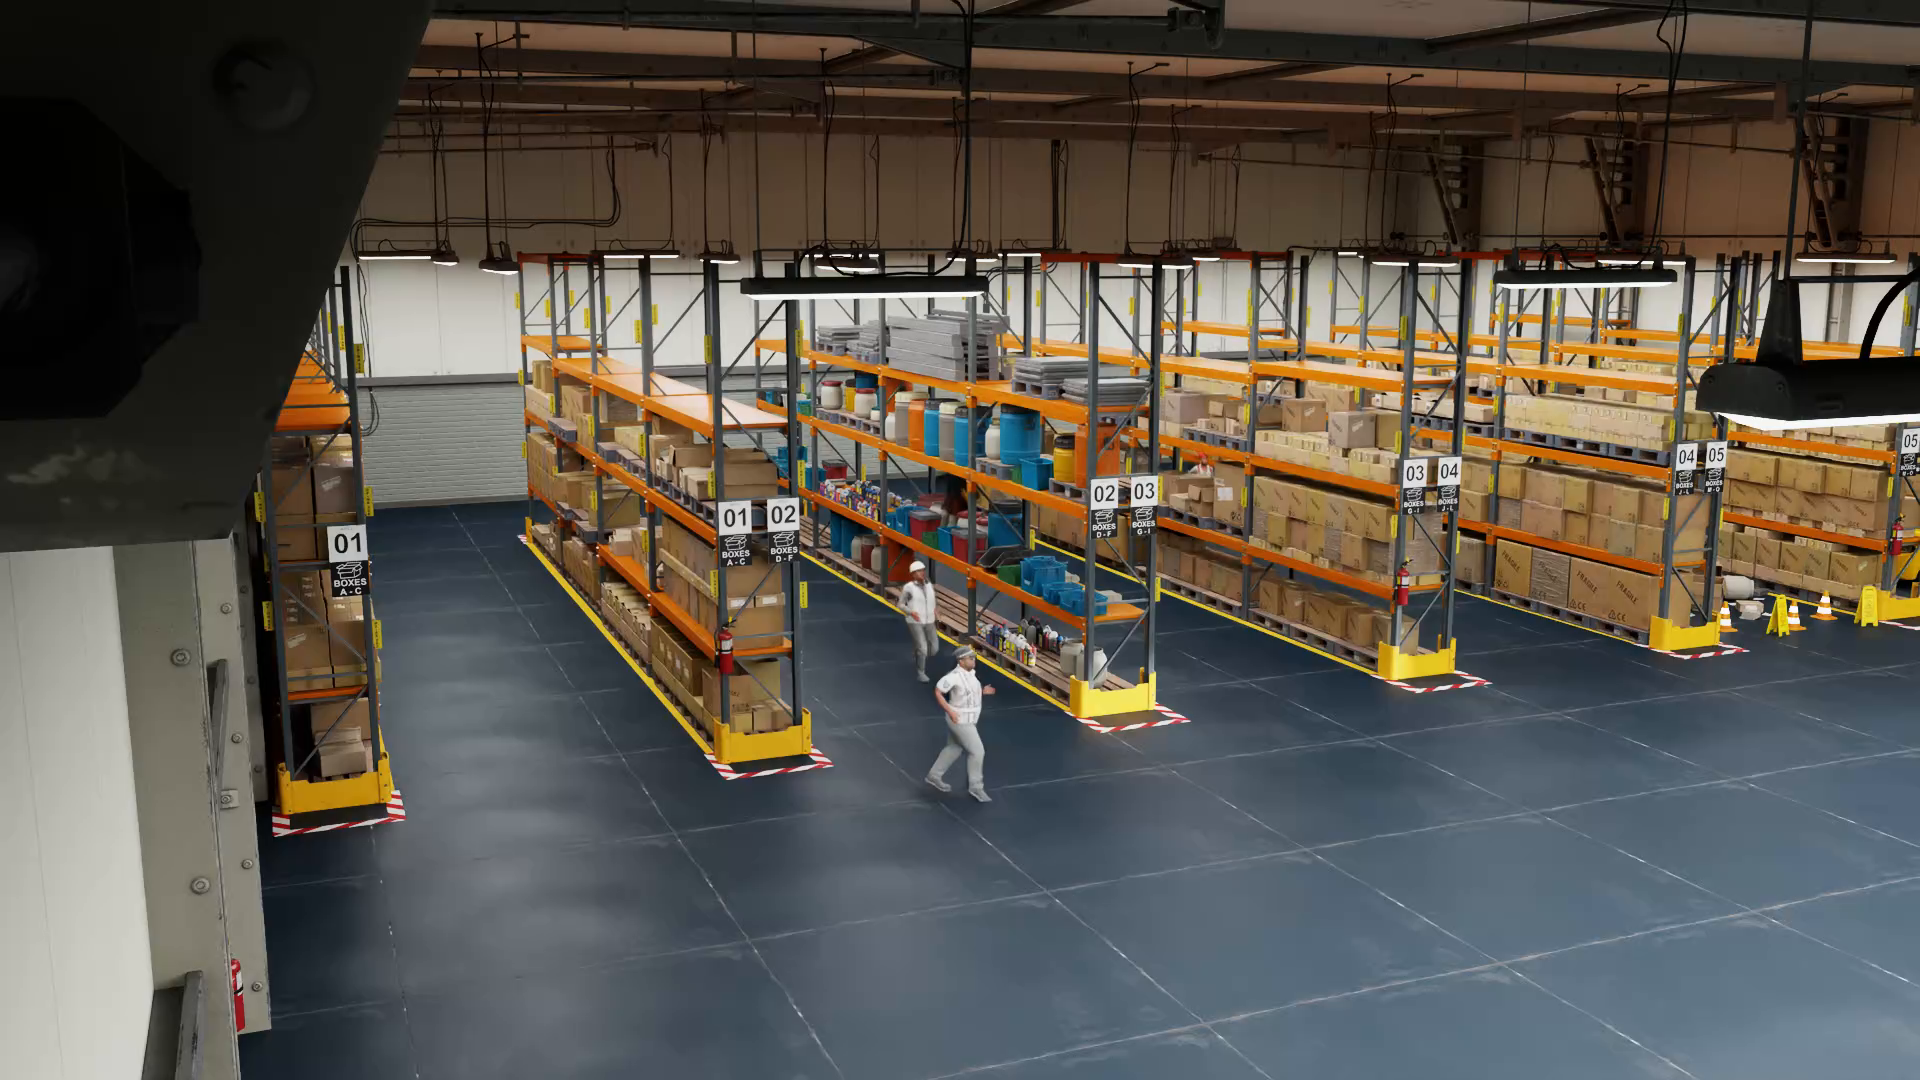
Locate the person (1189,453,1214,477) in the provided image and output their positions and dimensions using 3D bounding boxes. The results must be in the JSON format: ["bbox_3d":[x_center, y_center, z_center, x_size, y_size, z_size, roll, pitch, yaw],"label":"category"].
[{"bbox_3d":[5.185,-1.013,35.708,0.678,1.745,0.593,-3,11,-16],"label":"person"}]

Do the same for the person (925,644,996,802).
[{"bbox_3d":[0.005,2.066,18.902,0.797,1.852,0.630,2,11,9],"label":"person"}]

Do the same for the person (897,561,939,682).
[{"bbox_3d":[-0.572,1.156,23.804,0.657,1.720,0.611,-7,12,-33],"label":"person"}]
